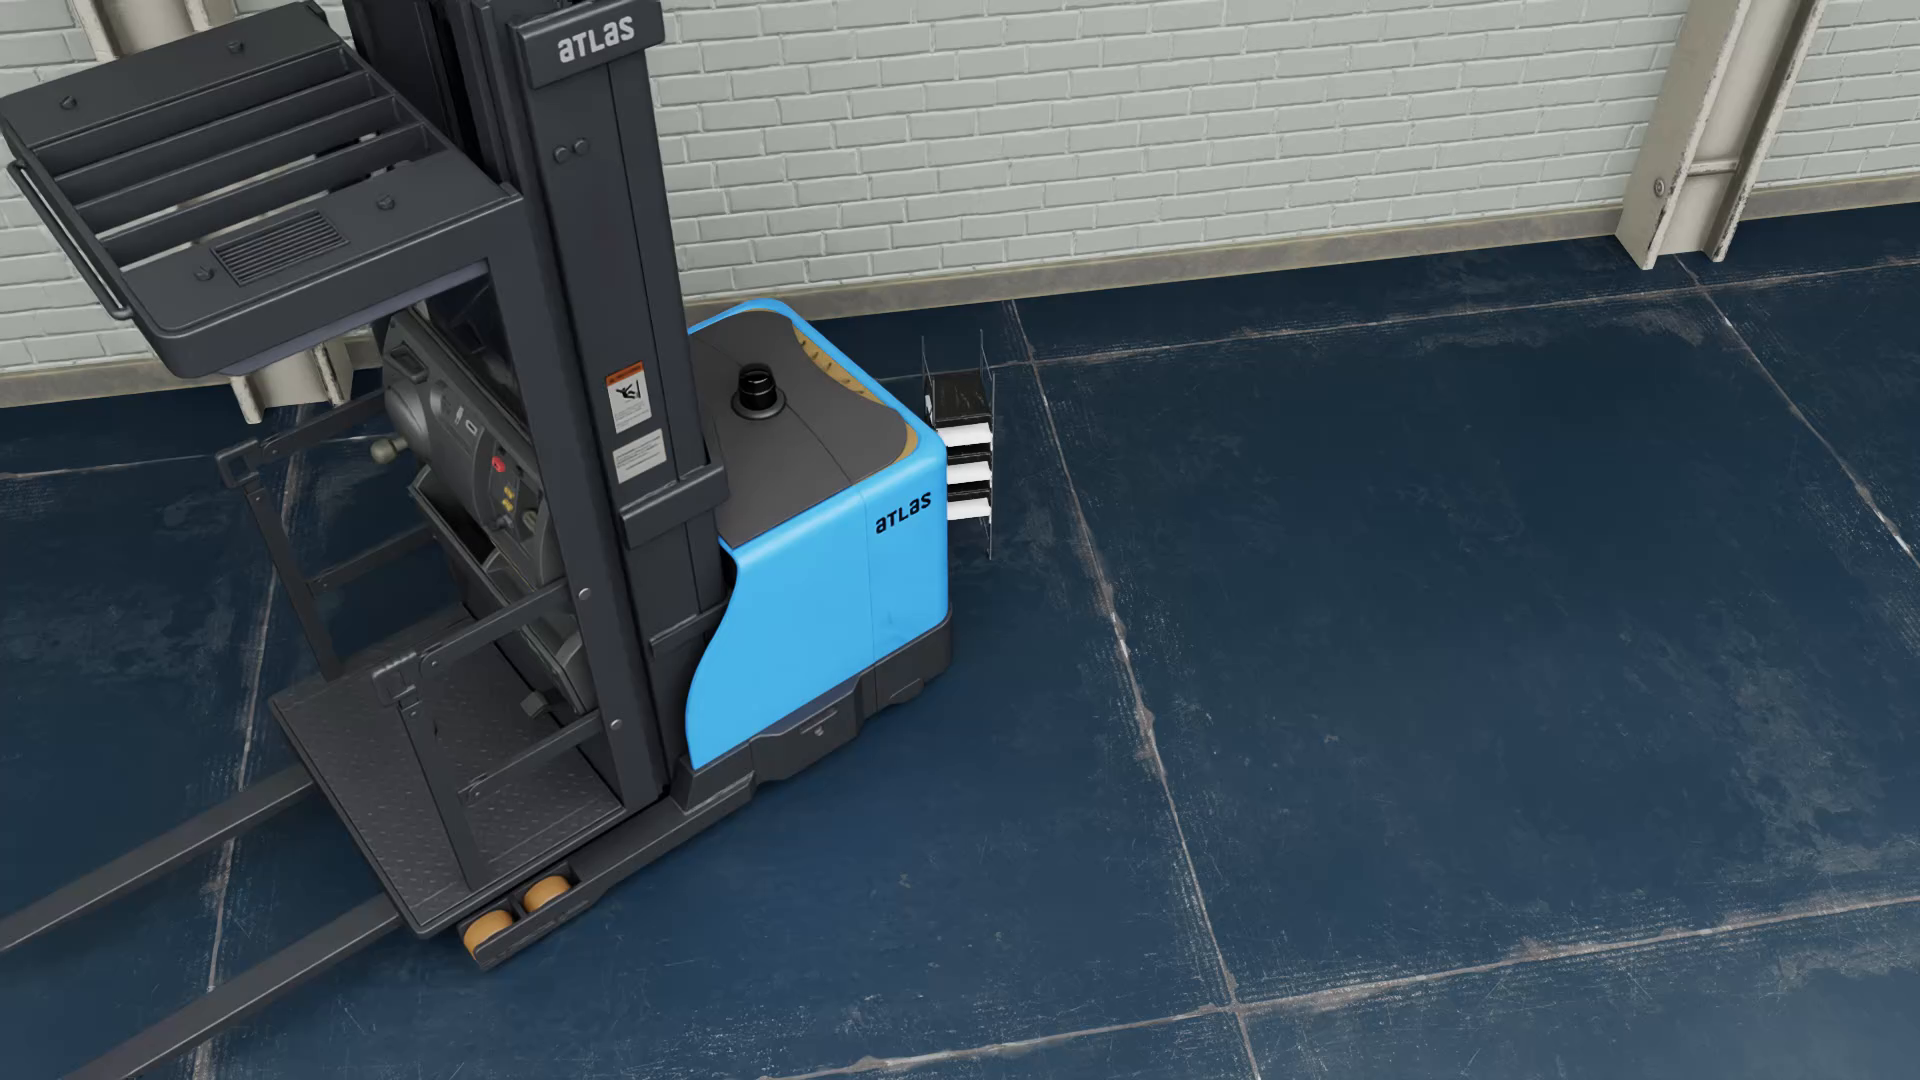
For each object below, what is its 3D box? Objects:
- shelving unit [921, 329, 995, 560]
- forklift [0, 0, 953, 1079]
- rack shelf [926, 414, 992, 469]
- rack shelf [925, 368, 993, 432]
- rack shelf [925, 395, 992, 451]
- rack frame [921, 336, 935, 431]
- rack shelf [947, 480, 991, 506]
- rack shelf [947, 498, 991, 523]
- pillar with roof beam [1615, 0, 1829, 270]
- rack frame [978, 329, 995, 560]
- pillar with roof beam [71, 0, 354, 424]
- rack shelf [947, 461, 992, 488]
[{"bbox_3d":[-0.008,-0.311,5.925,0.210,0.900,0.258,-7,46,-7],"label":"shelving unit"},{"bbox_3d":[-1.492,-0.173,4.381,3.031,2.935,1.130,-30,53,-26],"label":"forklift"},{"bbox_3d":[-0.008,-0.351,5.884,0.200,0.077,0.258,-7,46,-7],"label":"rack shelf"},{"bbox_3d":[-0.008,-0.475,5.755,0.200,0.077,0.258,-7,46,-7],"label":"rack shelf"},{"bbox_3d":[-0.008,-0.413,5.819,0.200,0.077,0.258,-7,46,-7],"label":"rack shelf"},{"bbox_3d":[-0.108,-0.299,5.913,0.006,0.900,0.240,-7,46,-7],"label":"rack frame"},{"bbox_3d":[-0.008,-0.226,6.014,0.200,0.077,0.258,-7,46,-7],"label":"rack shelf"},{"bbox_3d":[-0.008,-0.163,6.079,0.200,0.077,0.258,-7,46,-7],"label":"rack shelf"},{"bbox_3d":[3.941,-1.405,1.355,0.400,9.000,9.100,-7,46,-7],"label":"pillar with roof beam"},{"bbox_3d":[0.092,-0.324,5.937,0.006,0.900,0.240,-7,46,-7],"label":"rack frame"},{"bbox_3d":[-1.971,-0.668,0.645,0.400,9.000,9.100,-7,46,-7],"label":"pillar with roof beam"},{"bbox_3d":[-0.008,-0.288,5.949,0.200,0.077,0.258,-7,46,-7],"label":"rack shelf"}]
